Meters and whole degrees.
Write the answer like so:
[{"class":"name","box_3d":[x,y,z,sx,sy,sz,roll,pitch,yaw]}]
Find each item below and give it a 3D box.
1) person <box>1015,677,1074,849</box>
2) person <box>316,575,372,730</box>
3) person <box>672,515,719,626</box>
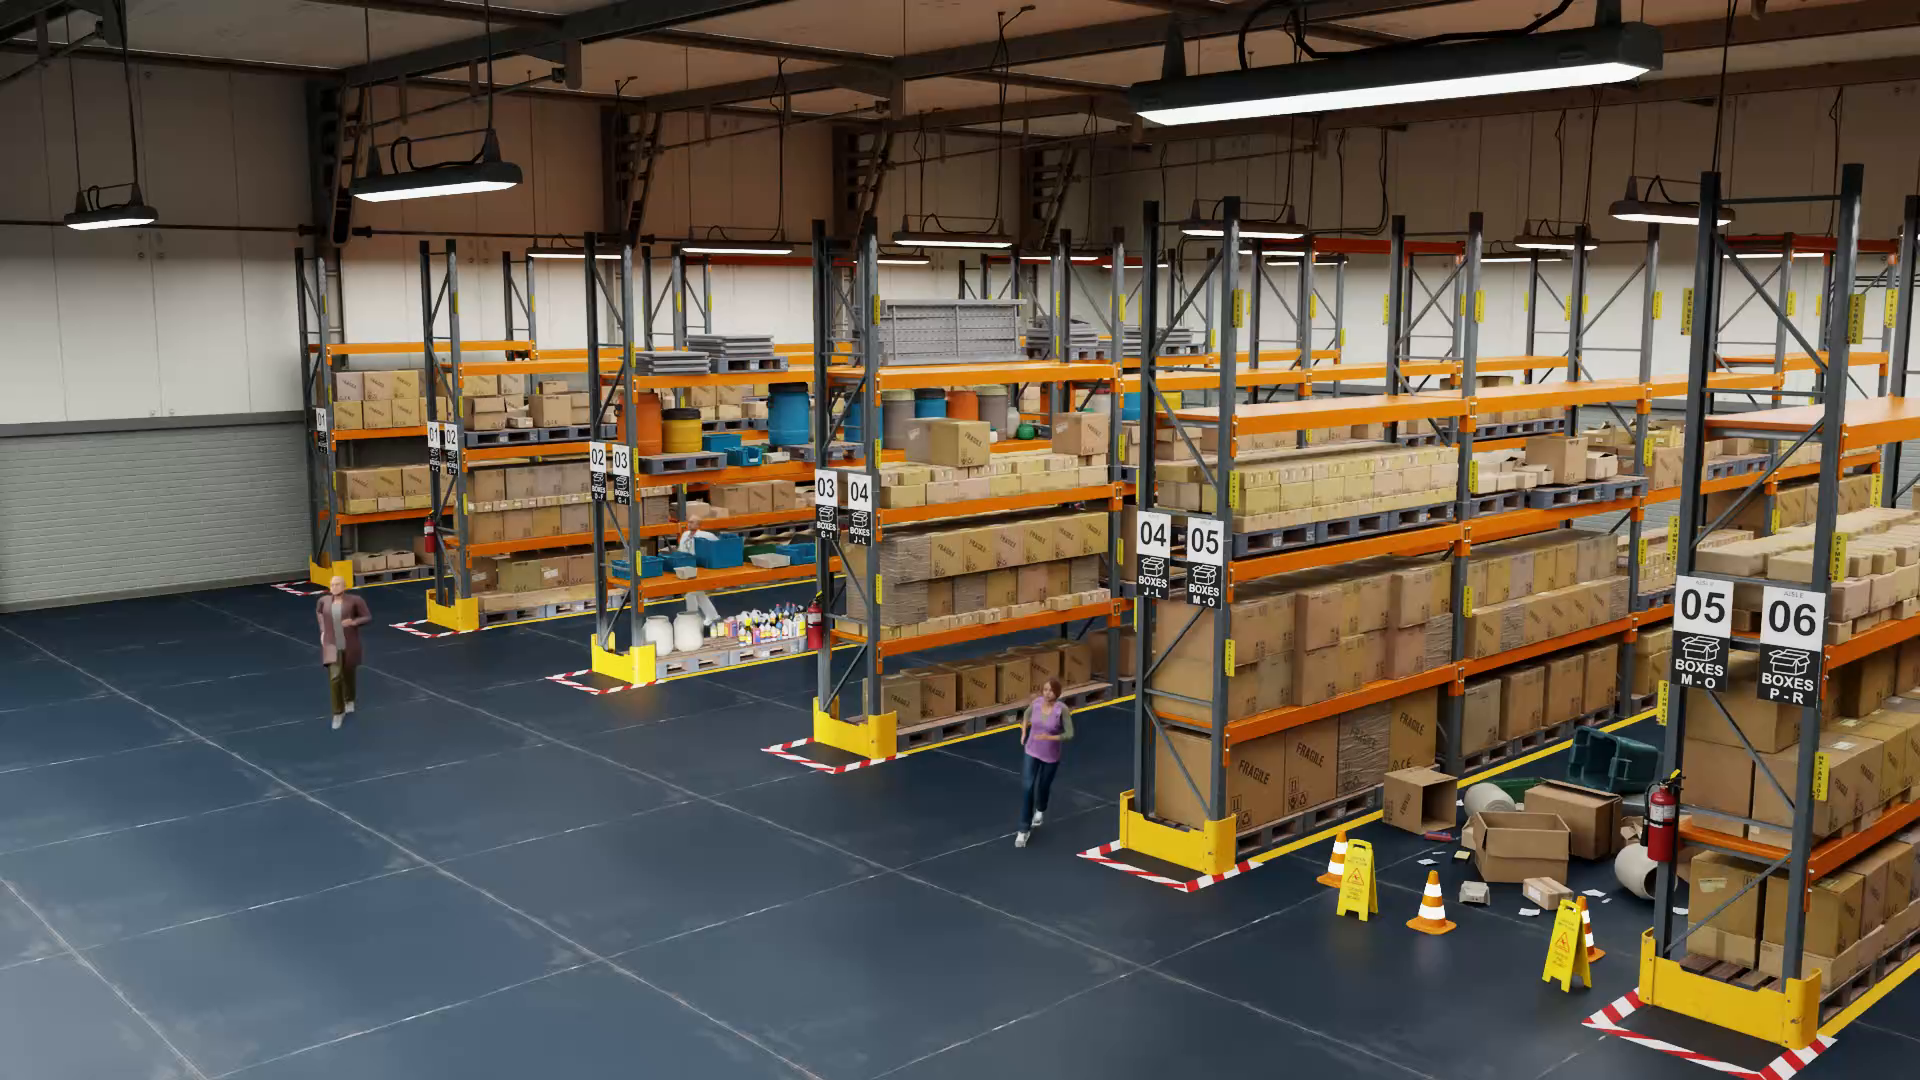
[{"class":"person","box_3d":[0.841,2.083,15.868,0.536,1.625,0.764,2,9,15]},{"class":"person","box_3d":[-7.503,1.332,20.289,0.674,1.824,0.923,-2,9,-13]},{"class":"person","box_3d":[-4.067,0.527,25.678,0.684,1.842,0.861,8,11,42]}]
